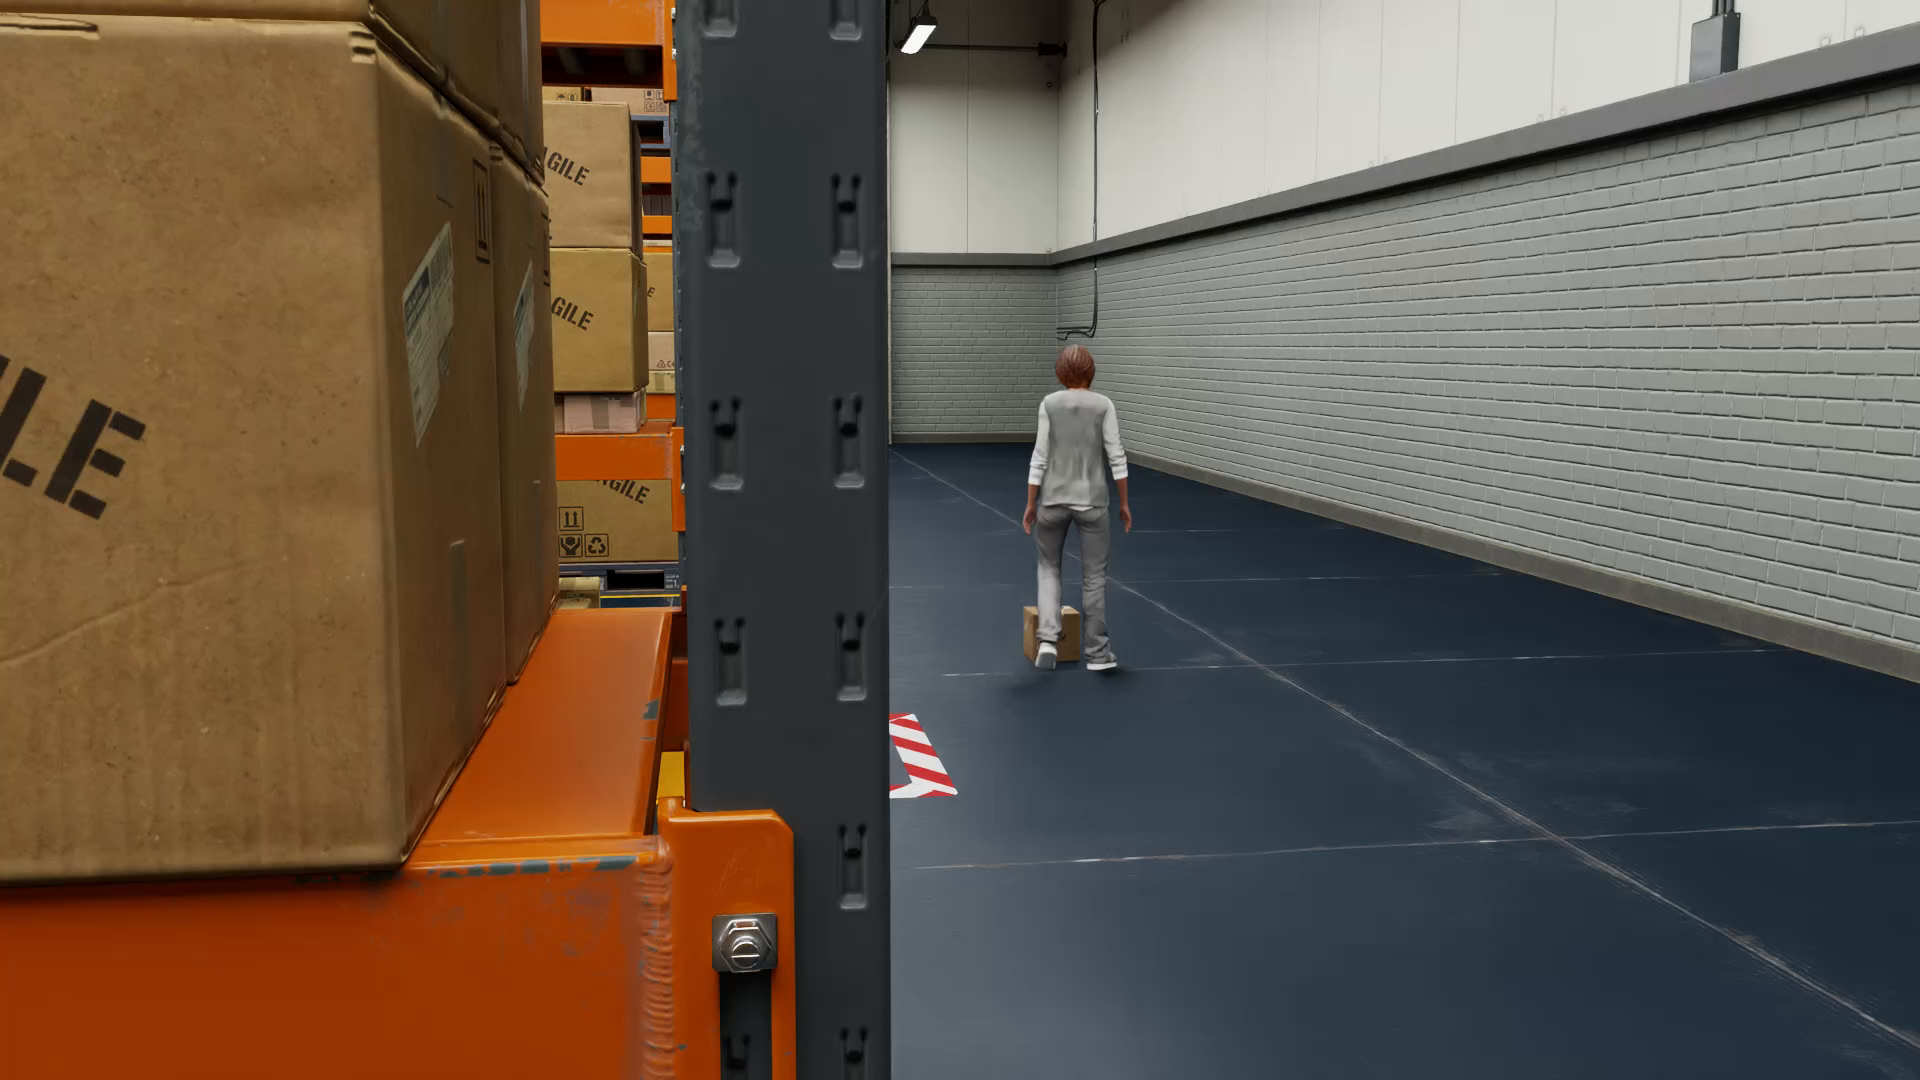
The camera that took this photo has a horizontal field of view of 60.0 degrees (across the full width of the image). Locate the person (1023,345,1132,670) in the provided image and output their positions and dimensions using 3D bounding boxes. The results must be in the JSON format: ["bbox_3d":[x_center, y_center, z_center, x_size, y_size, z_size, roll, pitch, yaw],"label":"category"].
[{"bbox_3d":[0.574,-0.147,8.100,0.521,1.599,0.411,1,7,8],"label":"person"}]
